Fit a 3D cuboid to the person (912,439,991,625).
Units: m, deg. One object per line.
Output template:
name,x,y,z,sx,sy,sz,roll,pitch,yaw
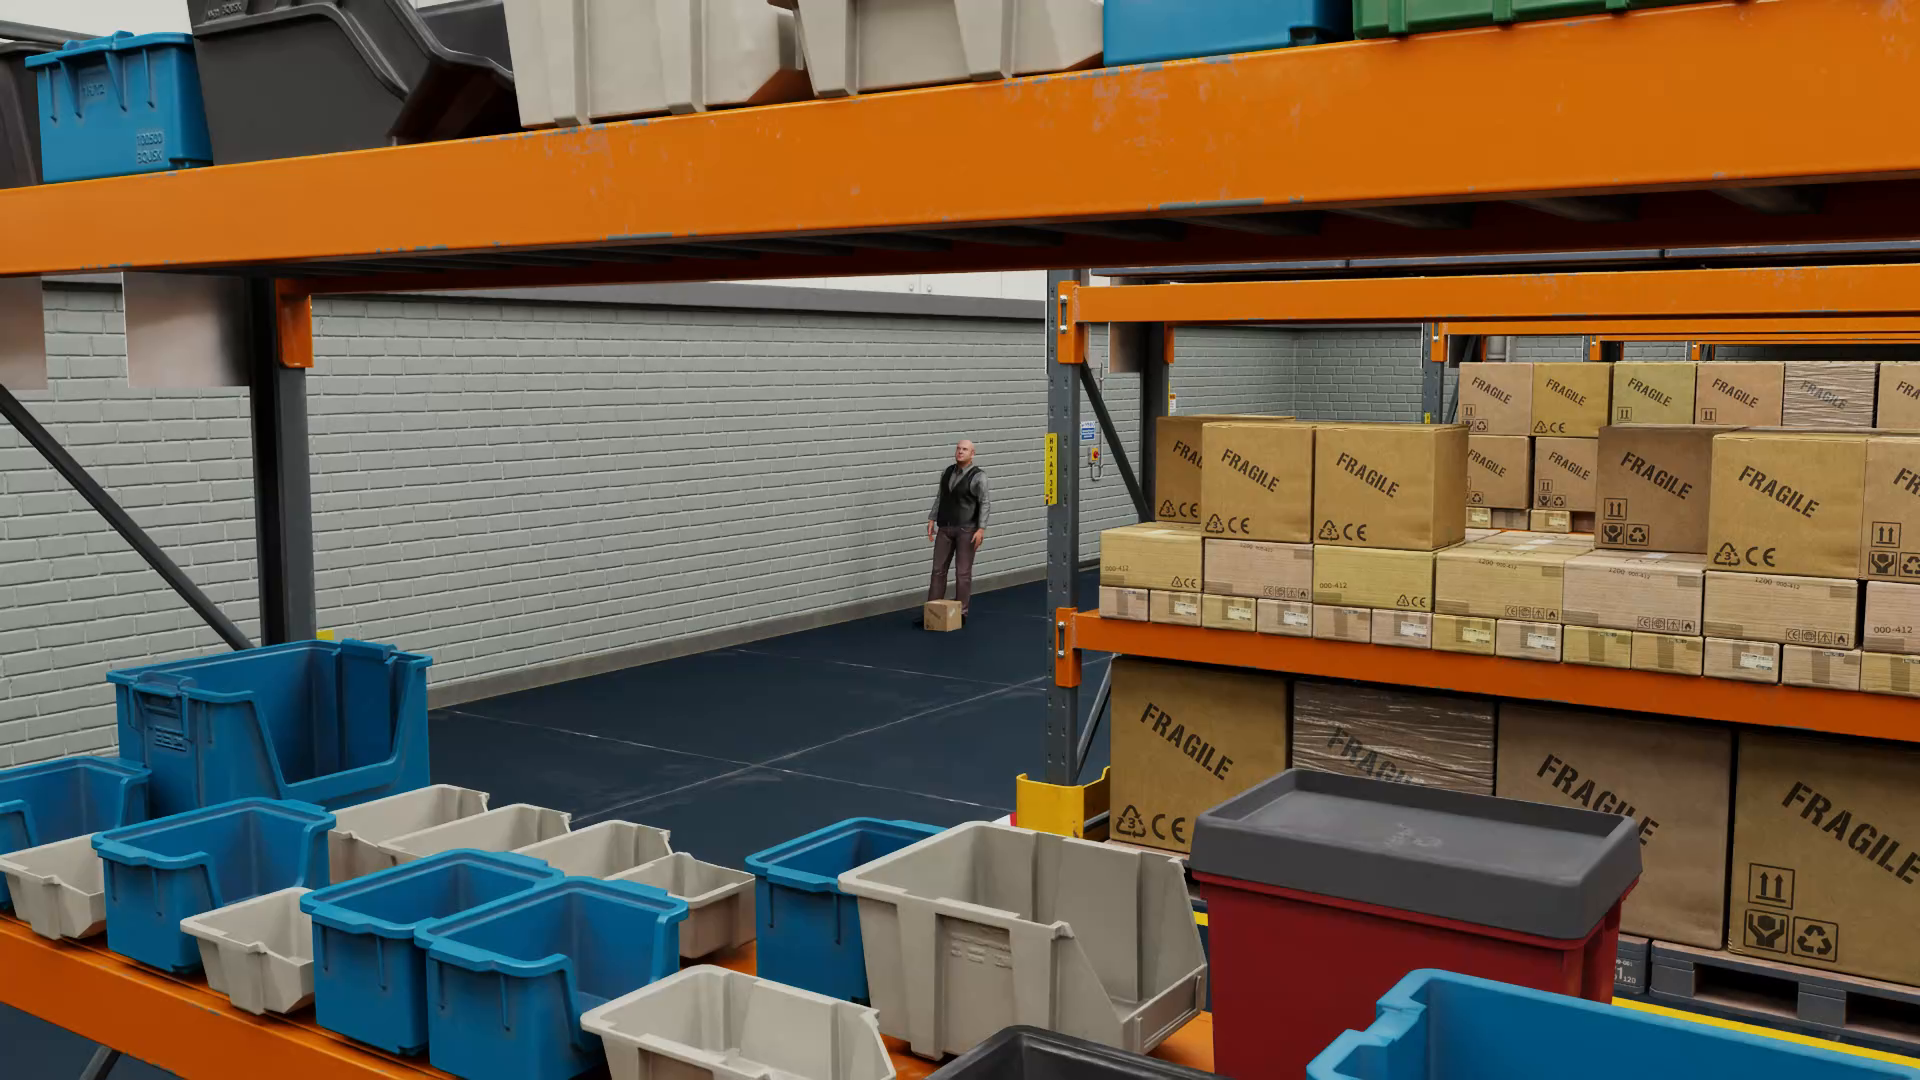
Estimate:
person,-0.062,-0.067,15.414,0.633,1.722,0.551,4,8,34
